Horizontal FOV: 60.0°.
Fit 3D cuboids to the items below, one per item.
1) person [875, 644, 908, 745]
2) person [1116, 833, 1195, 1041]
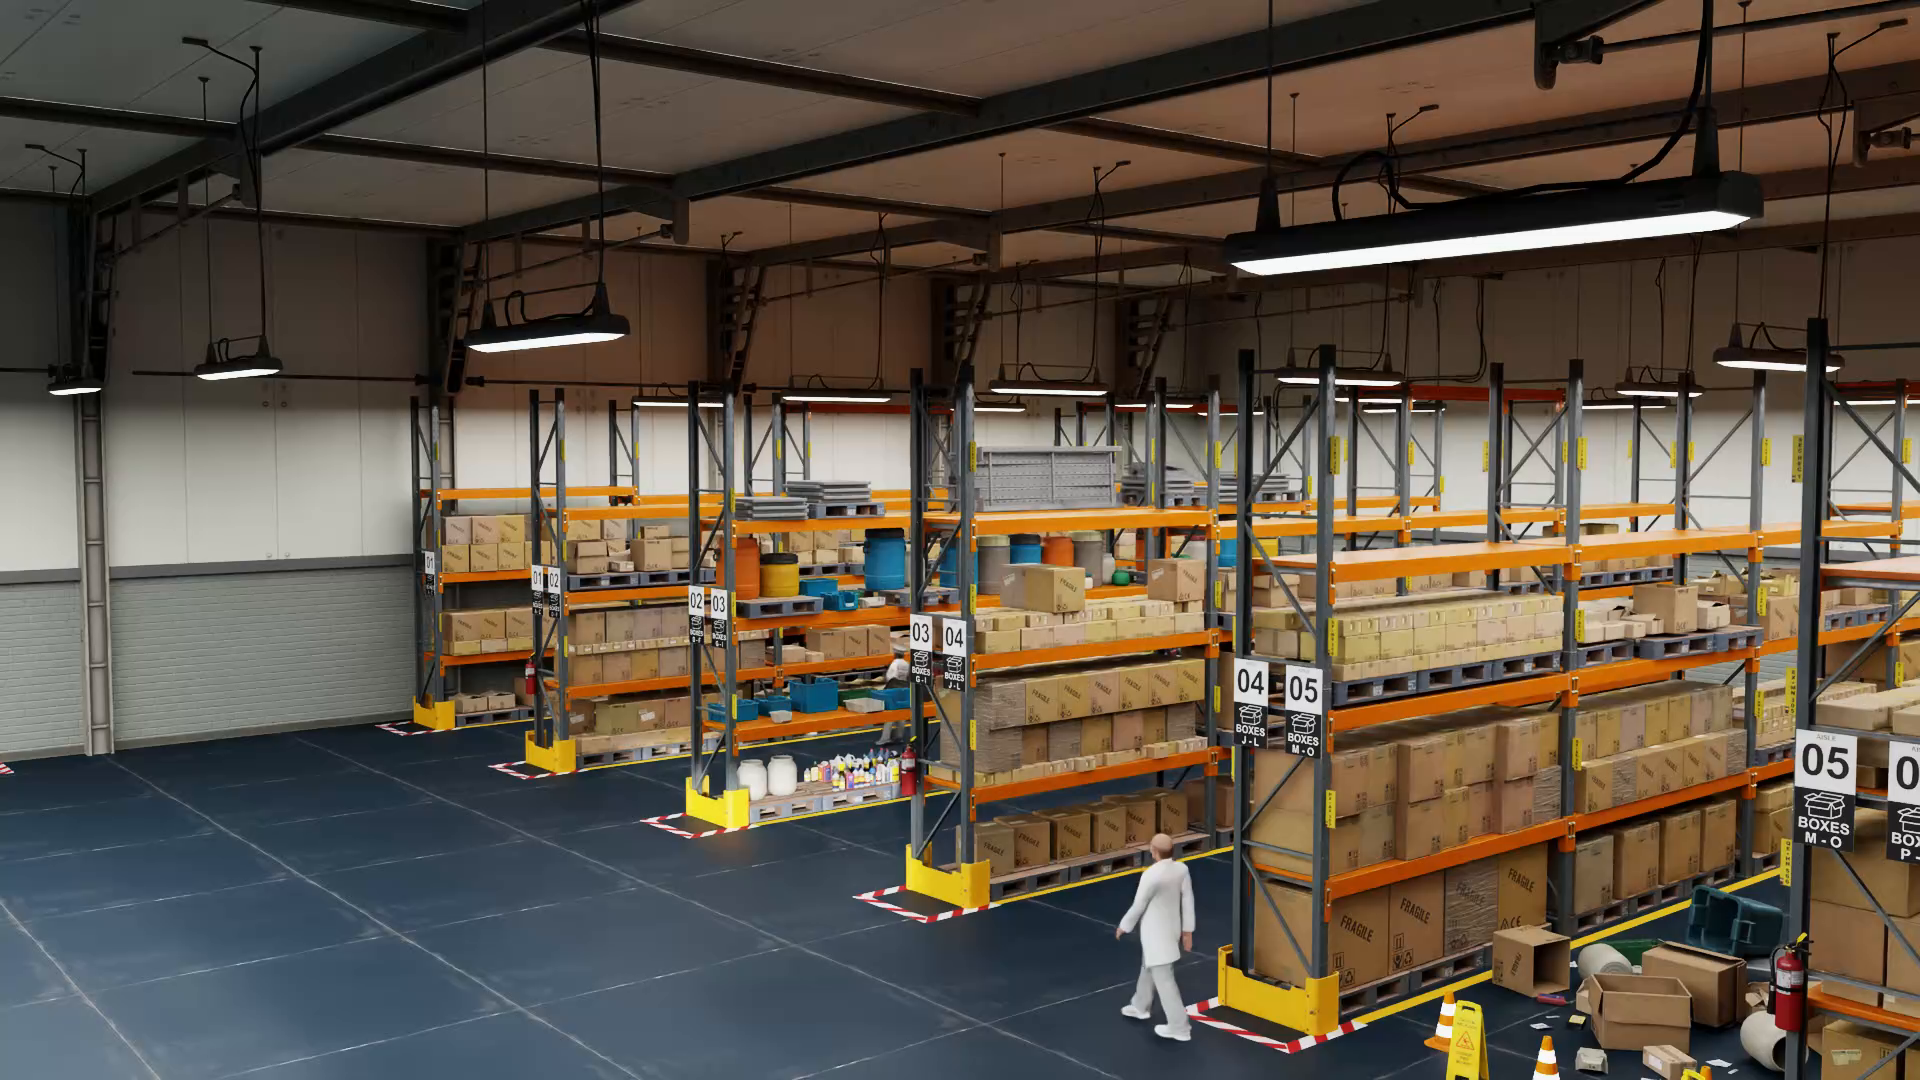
[{"bbox_3d":[-1.149,2.649,28.472,0.414,1.701,0.585,2,4,35],"label":"person"},{"bbox_3d":[1.657,3.412,14.491,0.889,1.759,0.589,3,4,38],"label":"person"}]
